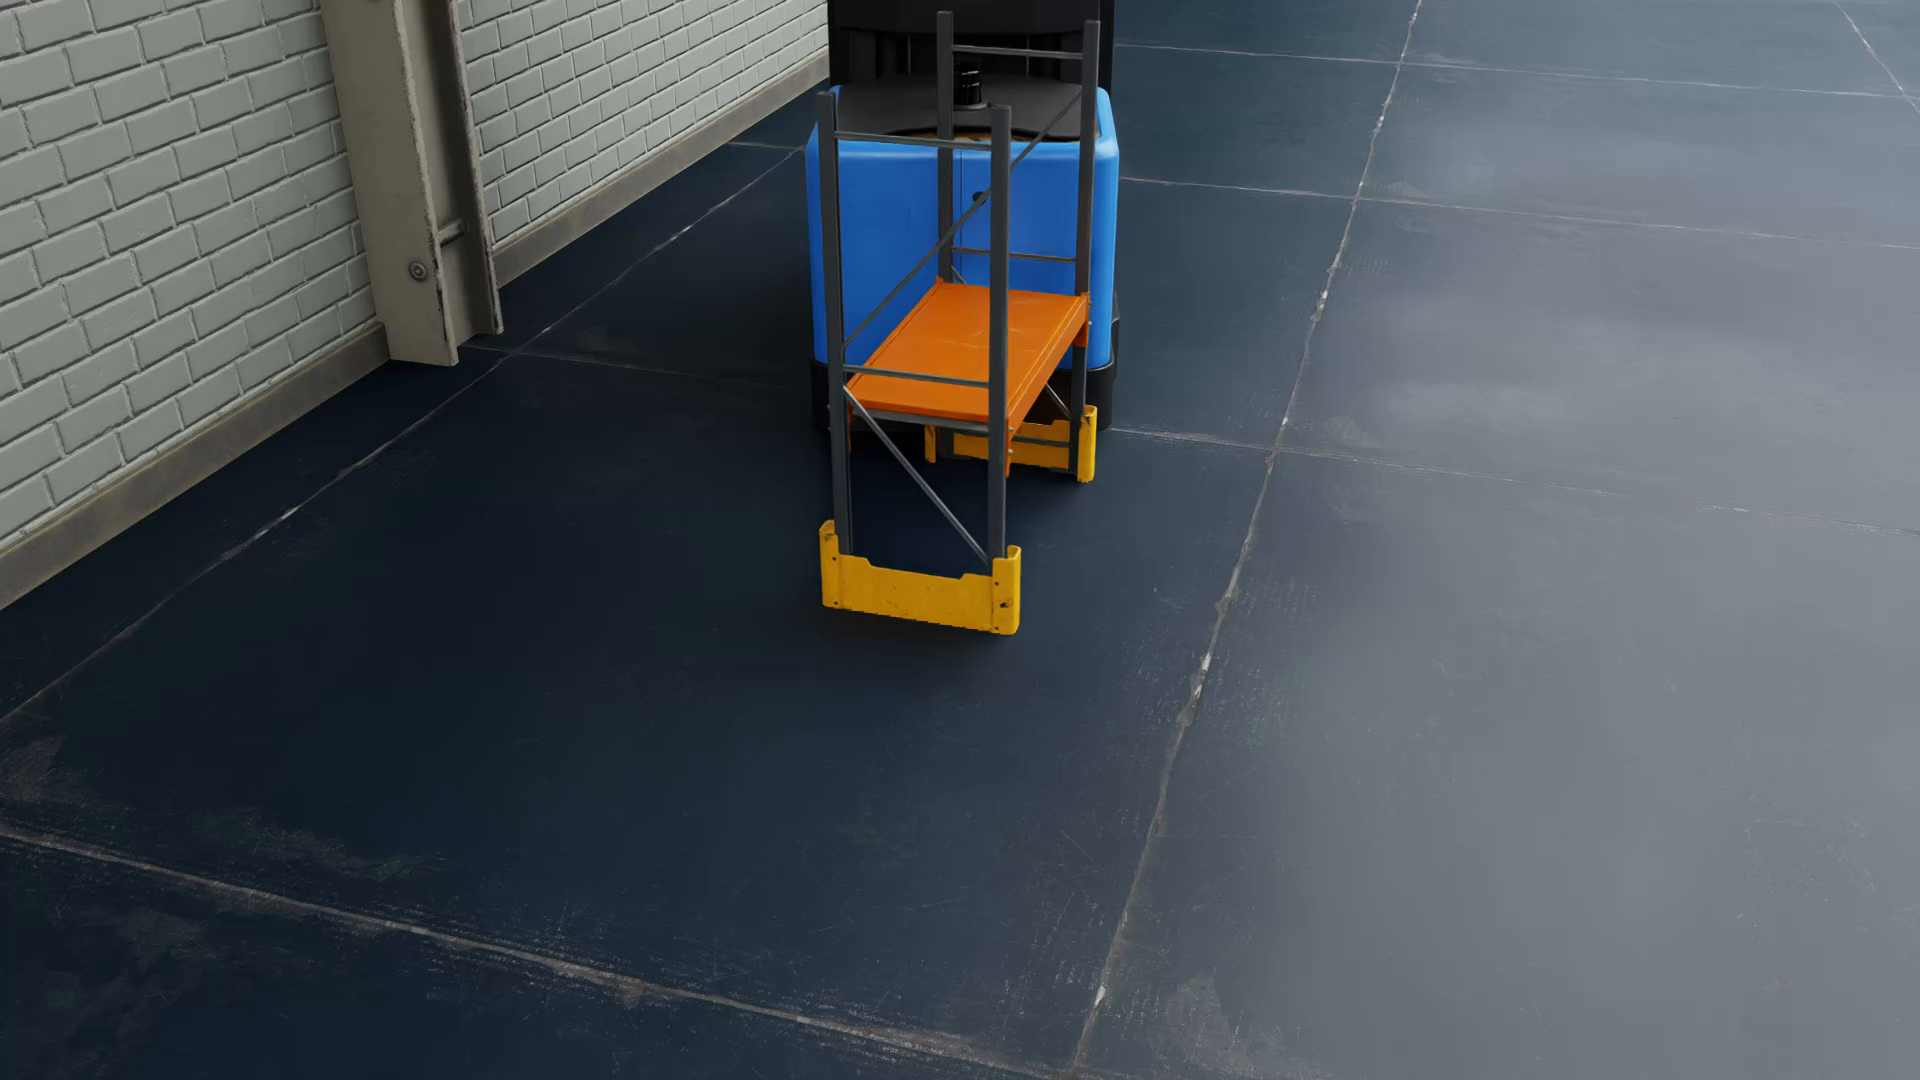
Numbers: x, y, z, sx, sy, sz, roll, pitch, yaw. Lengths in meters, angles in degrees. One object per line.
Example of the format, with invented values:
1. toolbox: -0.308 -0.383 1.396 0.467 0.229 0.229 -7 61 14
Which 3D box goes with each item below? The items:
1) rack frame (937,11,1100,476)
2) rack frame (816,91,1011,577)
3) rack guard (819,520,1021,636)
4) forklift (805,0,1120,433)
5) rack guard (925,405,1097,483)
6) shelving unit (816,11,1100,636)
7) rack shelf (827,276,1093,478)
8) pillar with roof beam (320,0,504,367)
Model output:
1. rack frame: 0.173 -0.912 5.347 0.500 1.500 0.032 8 30 14
2. rack frame: -0.117 -0.438 4.495 0.500 1.500 0.032 8 30 14
3. rack guard: -0.117 0.107 4.800 0.587 0.250 0.087 8 30 14
4. forklift: 0.049 -2.324 6.413 1.130 2.935 3.031 1 29 2
5. rack guard: 0.167 -0.357 5.634 0.587 0.250 0.087 8 30 14
6. shelving unit: 0.025 -0.671 4.913 0.587 1.500 1.083 8 30 14
7. rack shelf: 0.028 -0.518 5.009 0.538 0.185 1.000 8 30 14
8. pillar with roof beam: 2.051 -4.106 3.374 9.100 9.000 0.400 8 30 15
